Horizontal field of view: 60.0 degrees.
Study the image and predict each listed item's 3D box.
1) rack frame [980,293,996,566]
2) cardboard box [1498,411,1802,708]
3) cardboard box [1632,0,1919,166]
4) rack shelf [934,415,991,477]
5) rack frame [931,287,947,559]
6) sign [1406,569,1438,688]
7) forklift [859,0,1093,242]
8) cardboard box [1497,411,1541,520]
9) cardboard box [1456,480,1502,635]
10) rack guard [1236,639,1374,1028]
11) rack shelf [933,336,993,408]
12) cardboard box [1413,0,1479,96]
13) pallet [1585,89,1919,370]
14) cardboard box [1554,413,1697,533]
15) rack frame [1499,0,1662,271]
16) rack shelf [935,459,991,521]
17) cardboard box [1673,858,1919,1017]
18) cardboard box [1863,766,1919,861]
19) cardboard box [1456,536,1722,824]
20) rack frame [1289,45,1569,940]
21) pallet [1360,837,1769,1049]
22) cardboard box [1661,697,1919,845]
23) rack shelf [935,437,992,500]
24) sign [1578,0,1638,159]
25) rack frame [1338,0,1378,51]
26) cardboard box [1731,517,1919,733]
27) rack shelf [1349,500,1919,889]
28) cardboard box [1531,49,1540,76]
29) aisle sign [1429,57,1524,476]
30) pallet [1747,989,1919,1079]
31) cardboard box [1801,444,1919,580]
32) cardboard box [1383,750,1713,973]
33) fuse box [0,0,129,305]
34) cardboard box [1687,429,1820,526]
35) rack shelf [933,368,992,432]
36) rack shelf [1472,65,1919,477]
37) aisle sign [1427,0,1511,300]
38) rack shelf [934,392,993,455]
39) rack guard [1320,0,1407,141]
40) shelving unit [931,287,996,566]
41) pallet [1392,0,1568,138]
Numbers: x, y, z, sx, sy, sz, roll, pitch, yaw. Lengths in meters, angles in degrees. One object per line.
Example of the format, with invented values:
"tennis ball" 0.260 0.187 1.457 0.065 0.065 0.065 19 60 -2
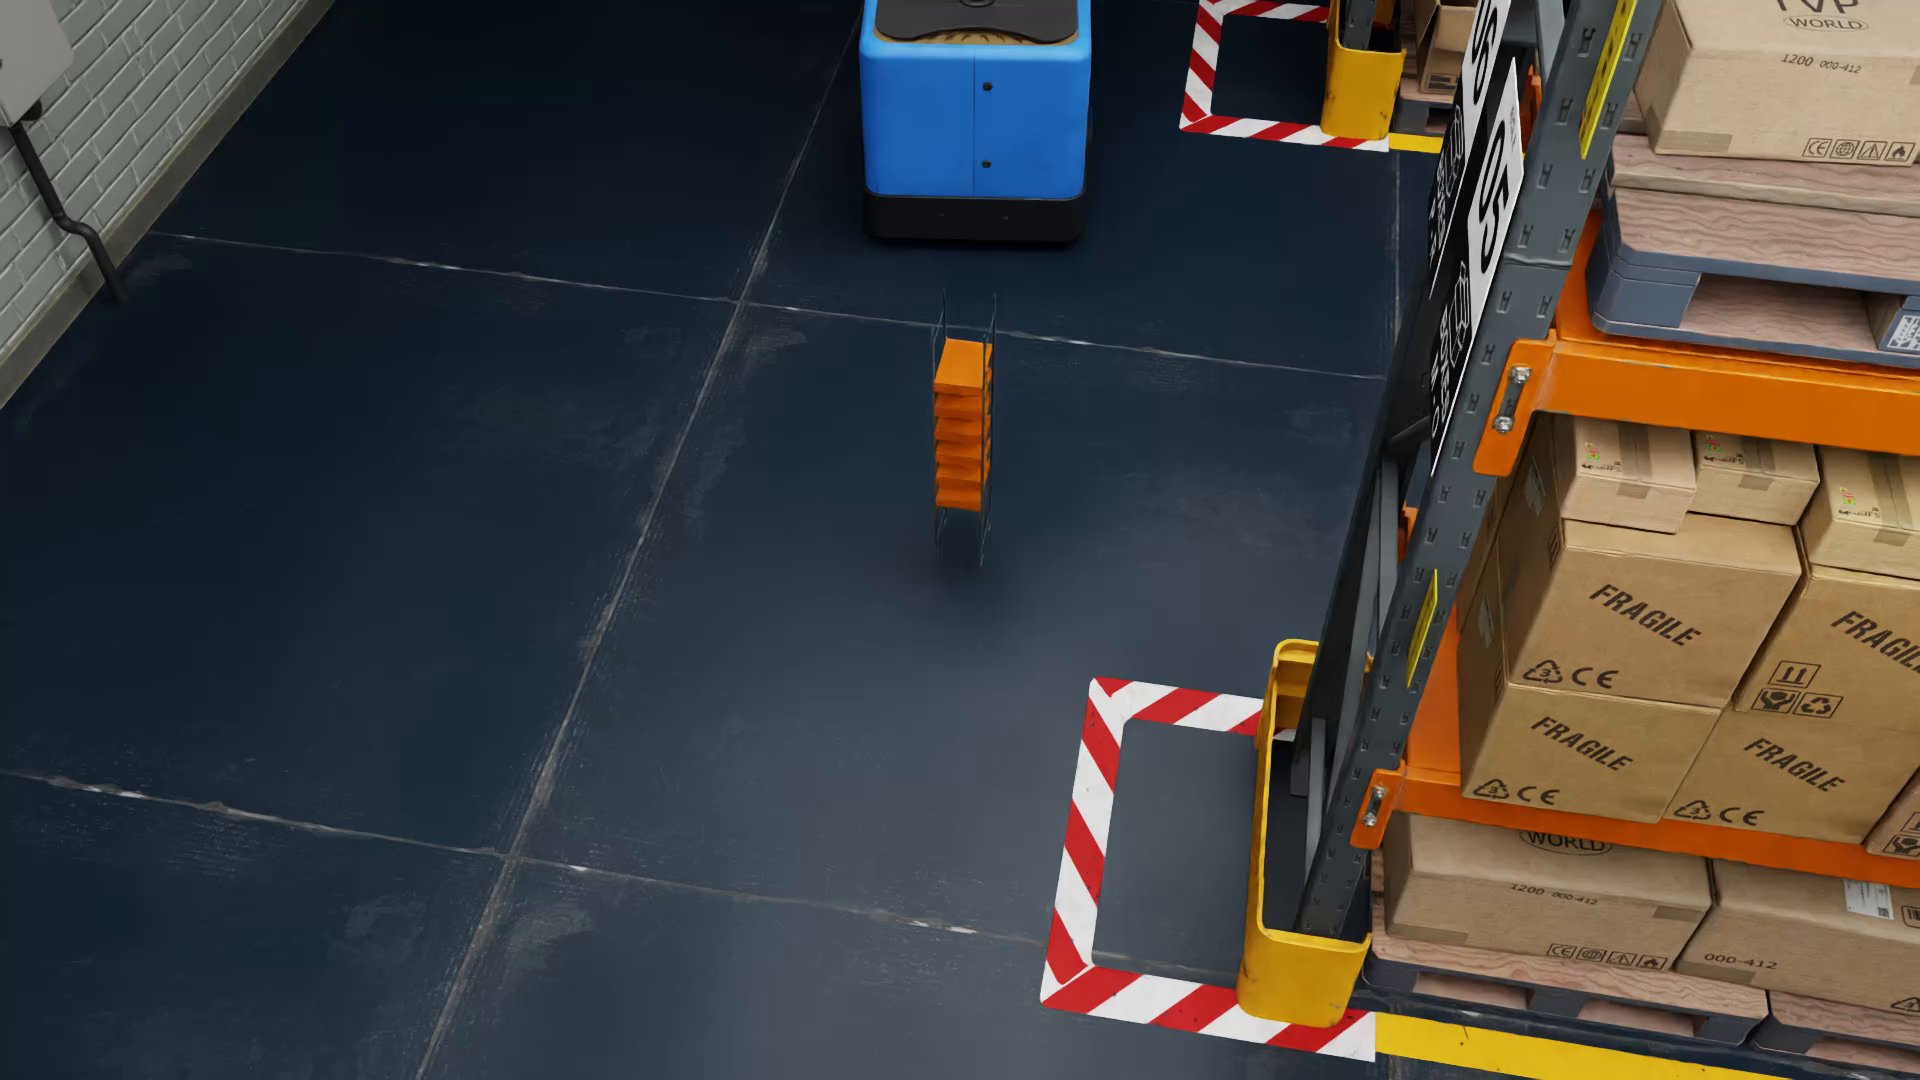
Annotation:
"rack frame" 0.104 -0.387 6.263 0.006 1.200 0.240 8 49 7
"cardboard box" 1.604 0.024 3.945 0.500 0.500 0.500 7 48 6
"cardboard box" 1.641 -1.013 3.350 0.500 0.250 0.500 4 48 3
"rack shelf" 0.014 -0.369 6.307 0.180 0.103 0.258 8 49 7
"rack frame" -0.076 -0.411 6.285 0.006 1.200 0.240 8 49 7
"sign" 1.077 0.209 3.882 0.005 0.325 0.100 8 49 7
"forklift" 0.114 -3.485 7.883 1.130 2.935 3.031 1 48 1
"cardboard box" 1.699 -0.359 4.288 0.500 0.500 0.500 9 49 8
"cardboard box" 1.704 -0.044 4.678 0.500 0.500 0.500 8 49 7
"rack guard" 1.158 0.952 5.531 0.348 0.500 1.175 8 49 7
"rack shelf" 0.014 -0.610 6.039 0.180 0.103 0.258 8 49 7
"cardboard box" 2.646 -2.670 8.501 0.637 0.503 0.797 6 48 5
"pallet" 1.914 -0.763 3.434 1.213 0.211 1.003 8 49 7
"cardboard box" 1.482 -0.215 3.723 0.250 0.149 0.380 9 49 8
"rack frame" 1.182 -1.886 2.367 0.127 3.000 1.000 8 49 7
"rack shelf" 0.014 -0.209 6.486 0.180 0.103 0.258 8 49 7
"cardboard box" 2.751 0.964 5.279 0.875 0.438 0.875 9 49 8
"cardboard box" 2.603 0.487 4.201 0.500 0.500 0.500 7 48 7
"cardboard box" 1.603 0.360 4.315 0.500 0.500 0.500 7 48 7
"rack frame" 1.182 0.119 4.598 0.127 3.000 1.000 8 49 7
"pallet" 1.983 1.100 5.592 1.213 0.211 1.003 8 49 7
"cardboard box" 2.106 0.406 4.273 0.500 0.500 0.500 7 48 6
"rack shelf" 0.014 -0.289 6.396 0.180 0.103 0.258 8 49 7
"sign" 1.077 -0.796 2.763 0.005 0.325 0.100 8 49 7
"rack frame" 2.061 -3.514 7.863 0.127 3.000 1.000 8 49 7
"cardboard box" 2.113 0.087 3.888 0.500 0.500 0.500 6 48 6
"rack shelf" 3.150 0.624 4.628 4.000 0.370 1.077 8 49 7
"cardboard box" 3.057 -2.467 8.556 0.250 0.149 0.380 6 48 5
"aisle sign" 1.059 -0.547 3.449 0.004 0.787 0.394 8 49 7
"pallet" 3.180 1.263 5.445 1.213 0.211 1.003 8 49 7
"cardboard box" 1.988 -0.114 3.633 0.250 0.149 0.380 9 49 8
"cardboard box" 1.849 0.850 5.382 0.875 0.438 0.875 6 48 6
"fuse box" -3.854 -1.697 7.097 0.414 1.711 0.539 8 49 7
"cardboard box" 1.753 -0.233 3.739 0.250 0.149 0.380 9 49 8
"rack shelf" 0.014 -0.530 6.128 0.180 0.103 0.258 8 49 7
"rack shelf" 3.150 -0.378 3.512 4.000 0.370 1.077 8 49 7
"aisle sign" 1.166 -0.986 3.844 0.004 0.787 0.394 8 49 7
"rack shelf" 0.014 -0.450 6.218 0.180 0.103 0.258 8 49 7
"rack guard" 2.136 -2.669 8.784 0.348 0.500 1.175 8 49 7
"shelving unit" 0.014 -0.399 6.274 0.189 1.200 0.258 8 49 7
"pallet" 2.920 -2.467 8.797 1.213 0.211 1.003 8 49 7
